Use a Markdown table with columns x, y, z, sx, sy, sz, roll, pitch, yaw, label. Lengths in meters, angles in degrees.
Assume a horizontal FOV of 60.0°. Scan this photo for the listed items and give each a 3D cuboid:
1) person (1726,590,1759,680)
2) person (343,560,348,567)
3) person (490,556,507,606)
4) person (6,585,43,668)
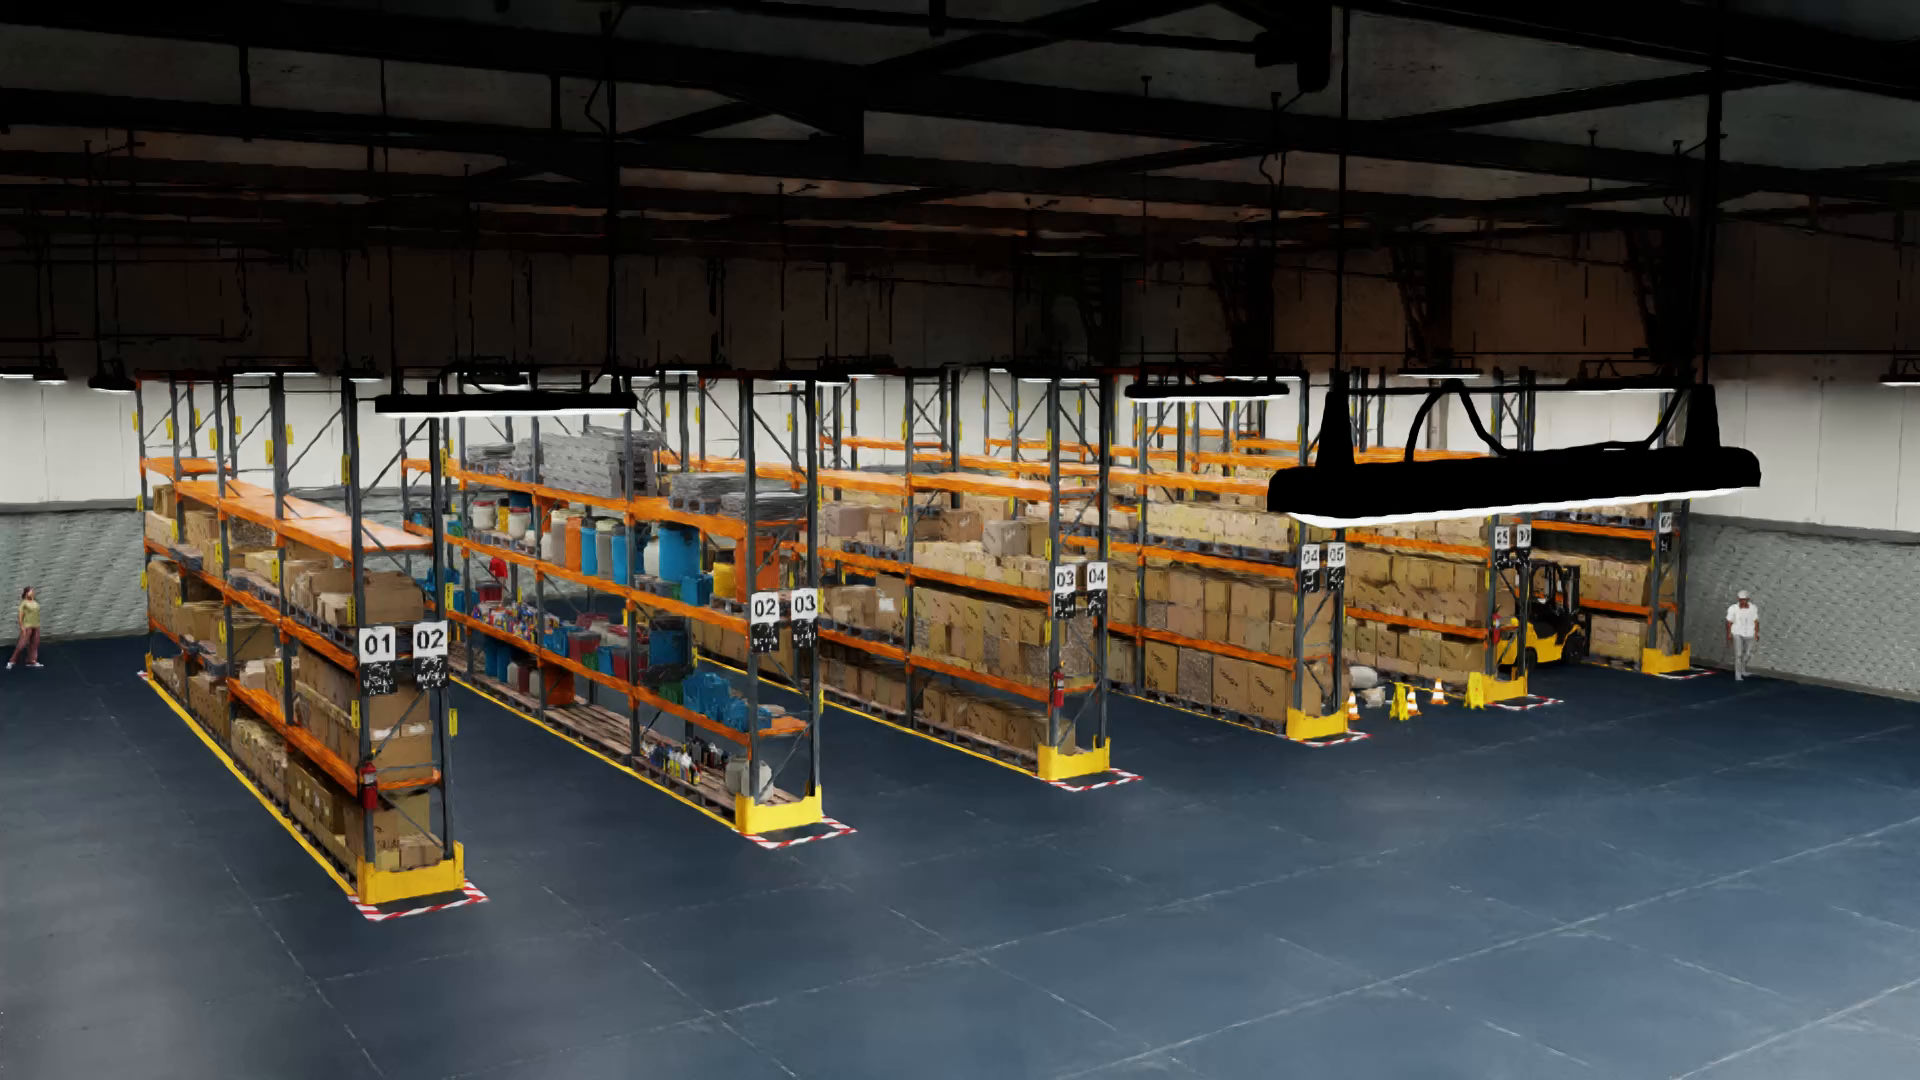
| x | y | z | sx | sy | sz | roll | pitch | yaw | label |
| --- | --- | --- | --- | --- | --- | --- | --- | --- | --- |
| 15.193 | 1.823 | 32.314 | 0.600 | 1.753 | 0.572 | 0 | 6 | 3 | person |
| -13.615 | 1.282 | 37.051 | 0.533 | 1.728 | 1.031 | -3 | 7 | -25 | person |
| -11.109 | 1.012 | 39.633 | 0.540 | 1.718 | 0.734 | 1 | 7 | 12 | person |
| -18.776 | 1.753 | 33.298 | 0.482 | 1.665 | 0.654 | 2 | 7 | 14 | person |
